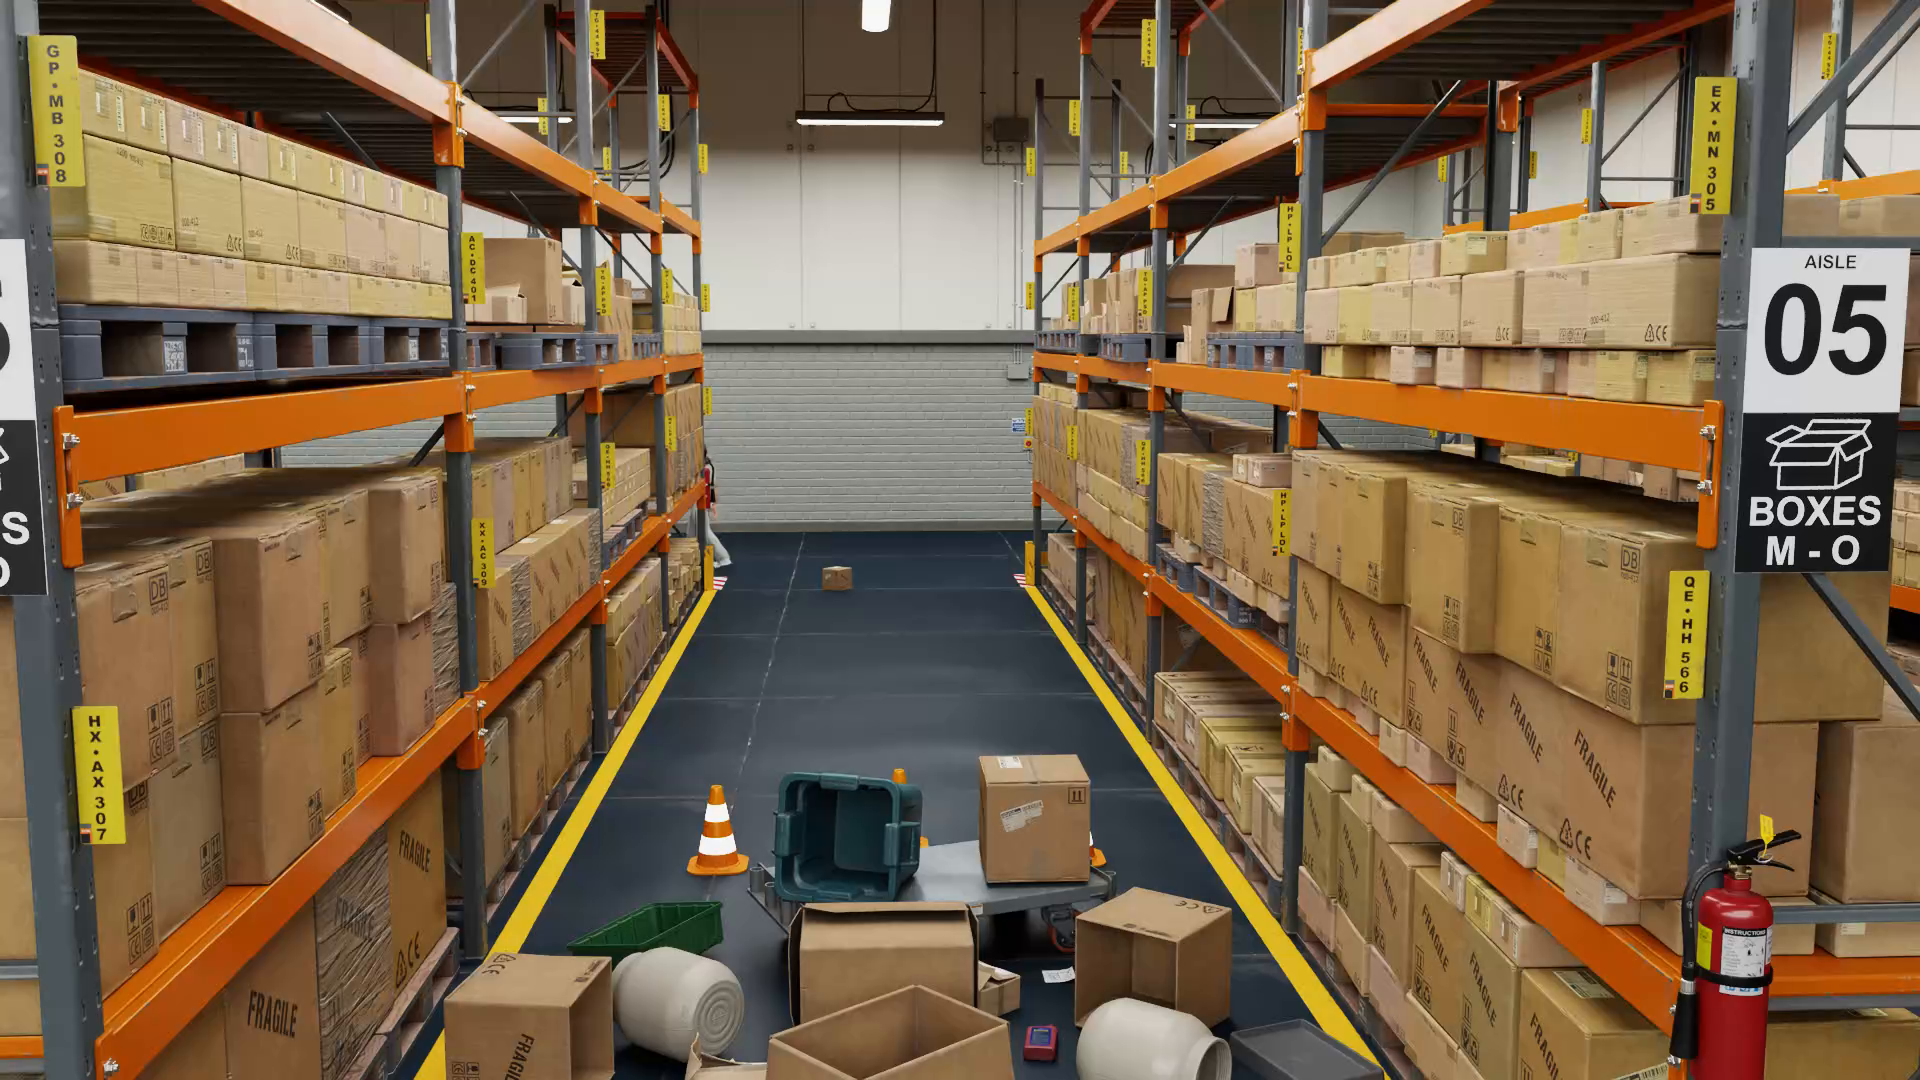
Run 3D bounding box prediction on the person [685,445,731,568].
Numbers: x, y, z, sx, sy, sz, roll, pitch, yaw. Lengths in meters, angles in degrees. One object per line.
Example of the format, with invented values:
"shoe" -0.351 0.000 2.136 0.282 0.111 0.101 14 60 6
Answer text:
"person" -3.383 -0.435 21.365 1.055 1.614 0.459 4 8 30
